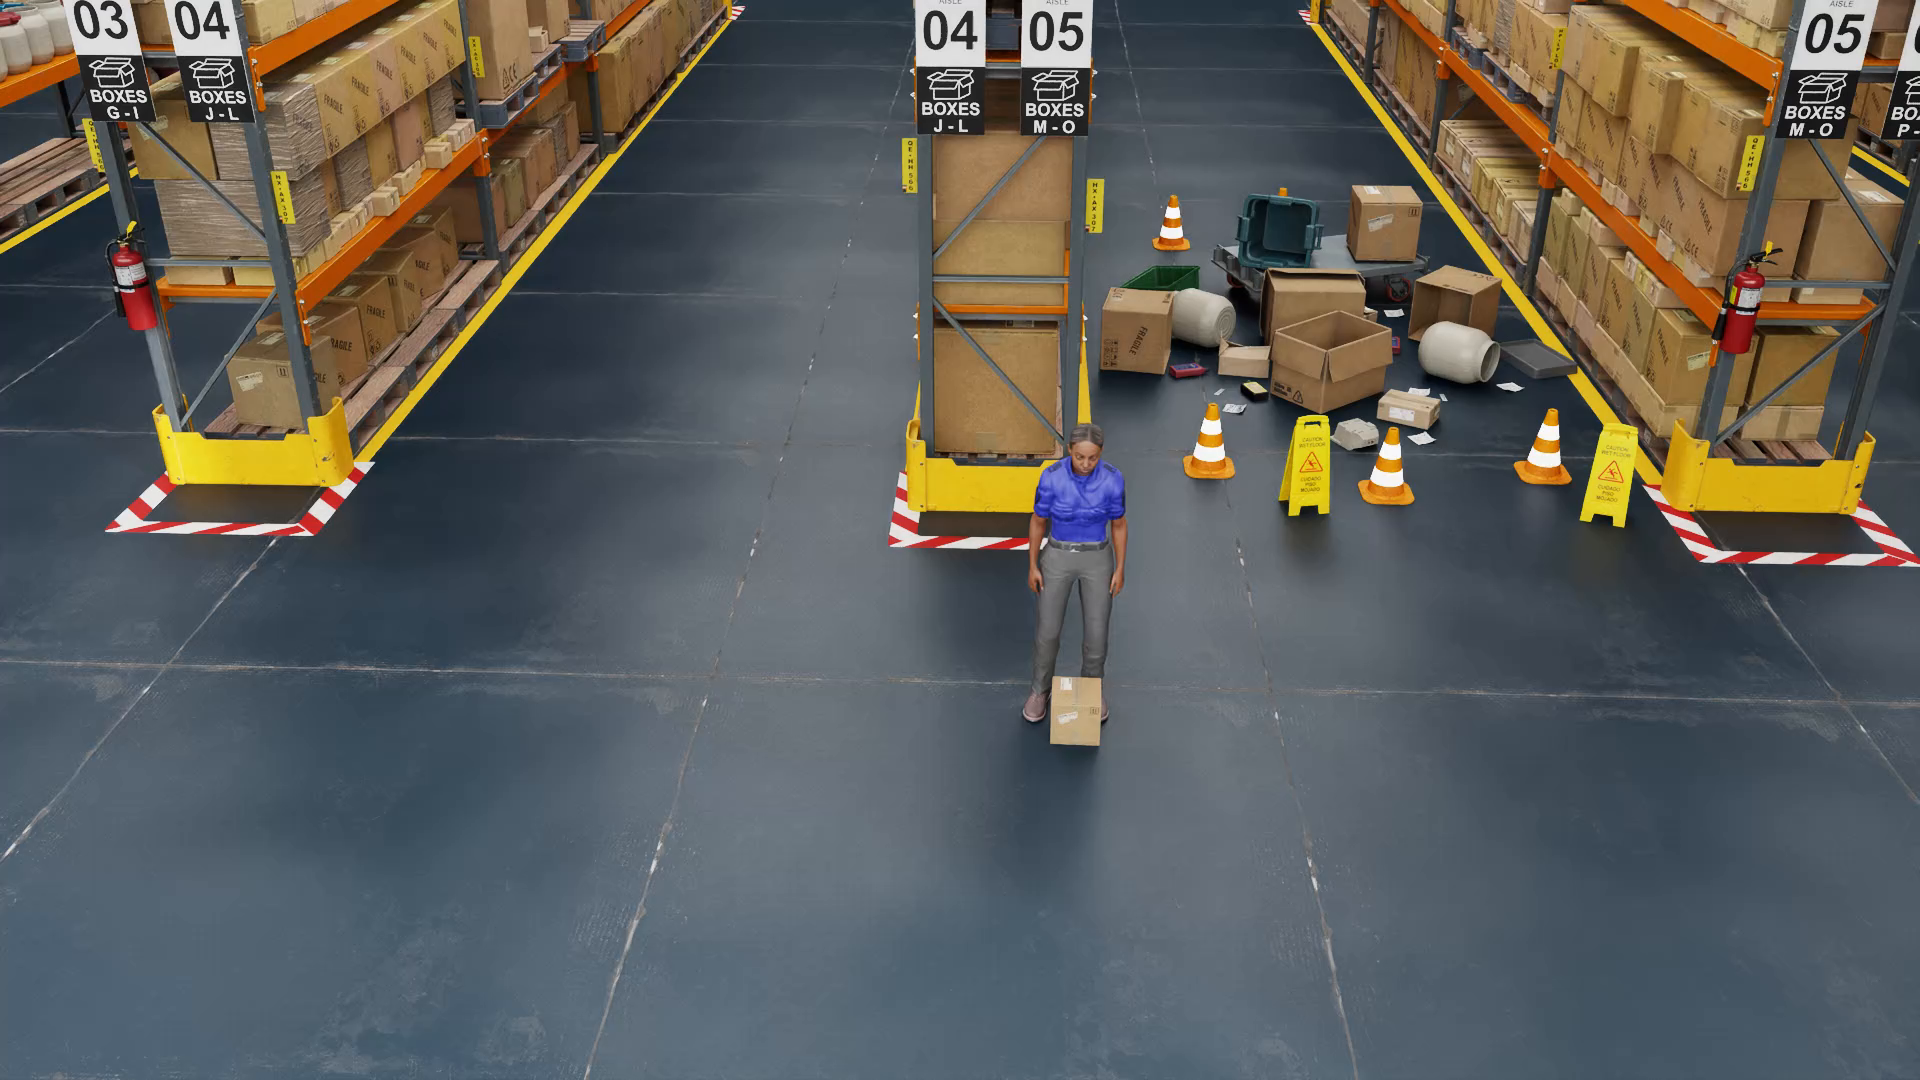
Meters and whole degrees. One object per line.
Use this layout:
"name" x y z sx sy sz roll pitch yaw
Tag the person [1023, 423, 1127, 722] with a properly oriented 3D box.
"person" 0.582 0.142 8.362 0.503 1.654 0.350 1 28 2
